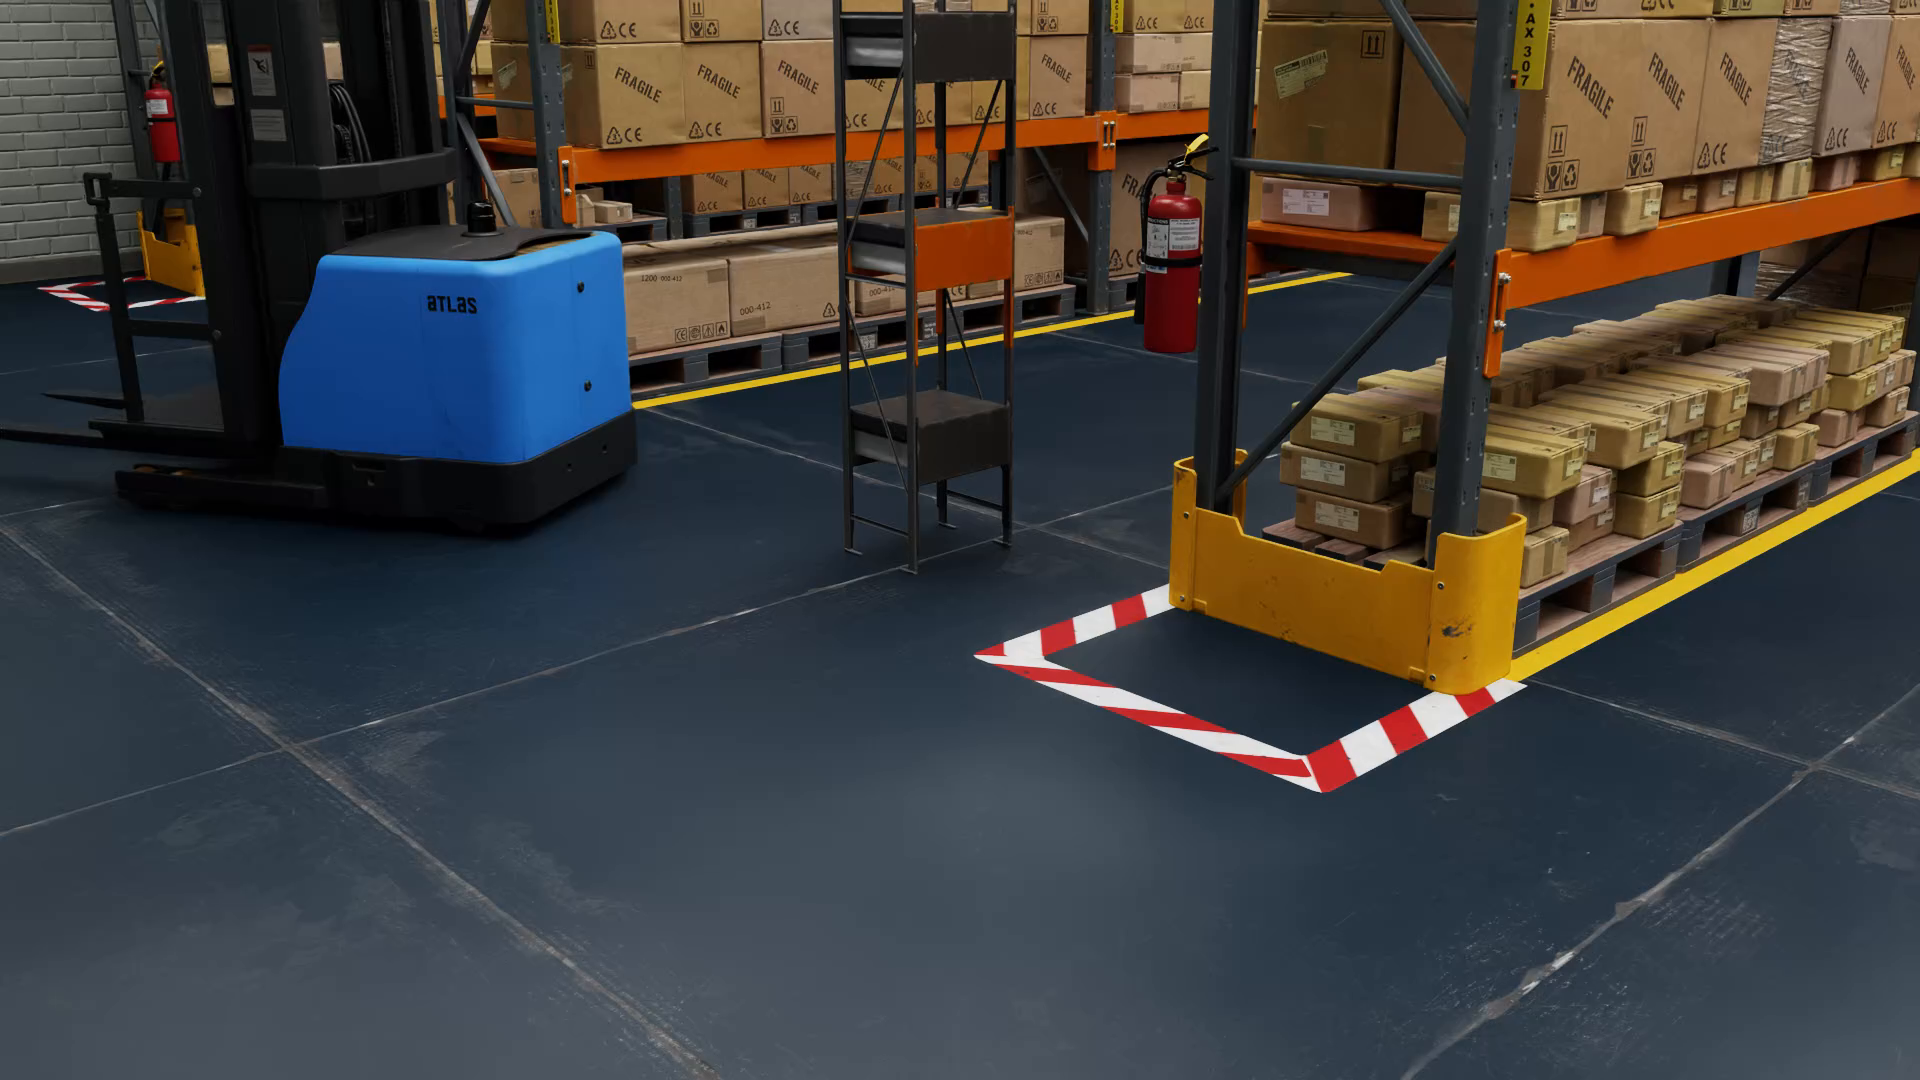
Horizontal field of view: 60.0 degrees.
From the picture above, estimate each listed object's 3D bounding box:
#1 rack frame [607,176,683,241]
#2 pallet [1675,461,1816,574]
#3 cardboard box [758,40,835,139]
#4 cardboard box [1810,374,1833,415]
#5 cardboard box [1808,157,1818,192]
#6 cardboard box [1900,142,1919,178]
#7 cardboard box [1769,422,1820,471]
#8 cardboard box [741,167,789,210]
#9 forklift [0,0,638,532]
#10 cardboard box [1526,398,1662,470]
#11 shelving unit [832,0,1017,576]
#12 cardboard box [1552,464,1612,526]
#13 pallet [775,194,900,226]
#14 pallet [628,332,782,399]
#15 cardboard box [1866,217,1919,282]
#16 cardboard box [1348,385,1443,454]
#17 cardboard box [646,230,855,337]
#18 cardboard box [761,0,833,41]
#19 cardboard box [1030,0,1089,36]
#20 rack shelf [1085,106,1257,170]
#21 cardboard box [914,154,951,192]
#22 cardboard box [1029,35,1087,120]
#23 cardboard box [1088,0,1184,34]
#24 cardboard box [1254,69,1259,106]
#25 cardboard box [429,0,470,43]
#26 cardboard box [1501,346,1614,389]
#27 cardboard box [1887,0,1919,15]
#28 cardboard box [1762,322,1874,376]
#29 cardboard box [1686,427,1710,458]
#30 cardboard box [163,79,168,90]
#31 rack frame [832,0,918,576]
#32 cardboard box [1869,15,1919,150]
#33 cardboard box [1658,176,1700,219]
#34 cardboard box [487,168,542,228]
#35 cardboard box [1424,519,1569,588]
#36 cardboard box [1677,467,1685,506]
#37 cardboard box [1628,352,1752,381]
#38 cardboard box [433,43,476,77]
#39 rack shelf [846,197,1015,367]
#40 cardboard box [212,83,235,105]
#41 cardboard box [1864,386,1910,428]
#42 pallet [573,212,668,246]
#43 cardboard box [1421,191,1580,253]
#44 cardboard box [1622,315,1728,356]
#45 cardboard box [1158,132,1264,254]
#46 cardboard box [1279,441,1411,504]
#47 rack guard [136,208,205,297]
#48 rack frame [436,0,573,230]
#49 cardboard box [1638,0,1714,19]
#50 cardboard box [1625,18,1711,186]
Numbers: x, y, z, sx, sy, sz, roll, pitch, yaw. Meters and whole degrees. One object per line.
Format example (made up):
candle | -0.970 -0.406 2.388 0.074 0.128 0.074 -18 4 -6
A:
rack frame | -2.808 -4.146 14.407 0.127 3.000 1.000 -16 24 -41
pallet | 2.729 -0.210 6.789 1.213 0.211 1.003 -16 24 -41
cardboard box | -1.025 -2.488 9.134 0.500 0.500 0.500 -16 24 -41
cardboard box | 3.449 -0.641 7.058 0.250 0.149 0.380 -16 24 -40
cardboard box | 3.082 -1.436 6.457 0.250 0.149 0.380 -17 24 -42
cardboard box | 3.920 -1.635 7.070 0.250 0.149 0.380 -17 25 -42
cardboard box | 3.277 -0.411 6.830 0.250 0.149 0.380 -16 24 -41
cardboard box | -1.922 -3.323 15.243 0.500 0.500 0.500 -17 24 -42
forklift | -2.988 -1.665 6.866 3.031 2.935 1.130 5 19 16
cardboard box | 2.176 -0.370 5.739 0.250 0.149 0.380 -16 24 -41
shelving unit | -0.120 -0.964 6.053 0.503 2.100 0.431 -16 24 -41
cardboard box | 1.968 -0.182 5.643 0.250 0.149 0.380 -16 24 -41
pallet | -1.356 -3.260 16.196 1.213 0.211 1.003 -16 24 -41
pallet | -1.774 -1.047 9.371 1.213 0.211 1.003 -16 24 -41
cardboard box | 4.798 -1.411 8.129 0.500 0.250 0.500 17 24 41
cardboard box | 1.606 -0.434 5.938 0.250 0.149 0.380 -16 24 -40
cardboard box | -1.231 -1.525 9.799 0.875 0.438 0.875 -15 24 -39
cardboard box | -1.018 -2.969 8.996 0.500 0.500 0.500 -16 24 -41
cardboard box | 0.452 -3.395 10.310 0.500 0.500 0.500 -17 24 -41
rack shelf | 2.058 -3.116 12.397 4.000 0.370 1.077 -16 24 -41
cardboard box | -0.432 -3.762 16.597 0.500 0.500 0.500 -17 24 -42
cardboard box | 0.444 -2.926 10.483 0.500 0.500 0.500 -16 24 -40
cardboard box | 1.122 -3.586 10.898 0.500 0.500 0.500 -16 24 -40
cardboard box | 1.865 -3.212 11.770 0.500 0.250 0.500 -17 24 -41
cardboard box | -4.110 -4.078 12.745 0.500 0.500 0.500 -15 24 -39
cardboard box | 2.363 -0.659 6.630 0.380 0.149 0.250 17 25 42
cardboard box | 3.552 -2.340 6.572 0.500 0.500 0.500 17 25 42
cardboard box | 3.665 -0.822 7.132 0.250 0.149 0.380 -17 24 -41
cardboard box | 2.642 -0.428 6.402 0.250 0.149 0.380 -15 23 -38
cardboard box | -5.658 -3.309 12.234 0.250 0.149 0.380 -17 24 -41
rack frame | -0.298 -0.912 5.893 0.015 2.100 0.400 -16 24 -41
cardboard box | 3.544 -1.860 6.712 0.500 0.500 0.500 -17 25 -42
cardboard box | 2.330 -1.220 5.791 0.250 0.149 0.380 -17 24 -41
cardboard box | -3.803 -2.809 13.658 0.700 0.500 0.500 17 24 42
cardboard box | 1.774 0.019 5.505 0.250 0.149 0.380 -16 24 -40
cardboard box | 2.464 -0.214 6.224 0.250 0.149 0.380 -16 24 -41
cardboard box | 2.847 -0.618 6.504 0.250 0.149 0.380 -16 24 -41
cardboard box | -4.110 -3.732 12.893 0.500 0.250 0.500 -17 25 -42
rack shelf | -0.120 -0.951 6.057 0.480 0.518 0.431 -16 24 -41
cardboard box | -5.287 -3.187 11.857 0.250 0.149 0.380 -16 24 -41
cardboard box | 4.029 -0.630 7.506 0.250 0.149 0.380 -16 24 -40
pallet | -3.308 -2.674 14.389 1.213 0.211 1.003 -16 24 -41
cardboard box | 1.634 -0.974 5.033 0.250 0.149 0.380 -17 24 -41
cardboard box | 3.122 -0.876 7.300 0.250 0.149 0.380 -17 25 -42
cardboard box | 1.652 -2.565 12.298 0.875 0.875 0.875 -15 23 -39
cardboard box | 1.360 -0.259 5.880 0.250 0.149 0.380 -17 25 -42
rack guard | -5.659 -2.125 12.228 0.348 0.500 1.175 -16 24 -41
rack frame | -2.301 -2.186 8.364 0.127 3.000 1.000 -16 24 -41
cardboard box | 2.044 -1.907 5.238 0.500 0.500 0.500 -15 23 -39
cardboard box | 2.060 -1.440 5.418 0.500 0.500 0.500 -16 24 -41
